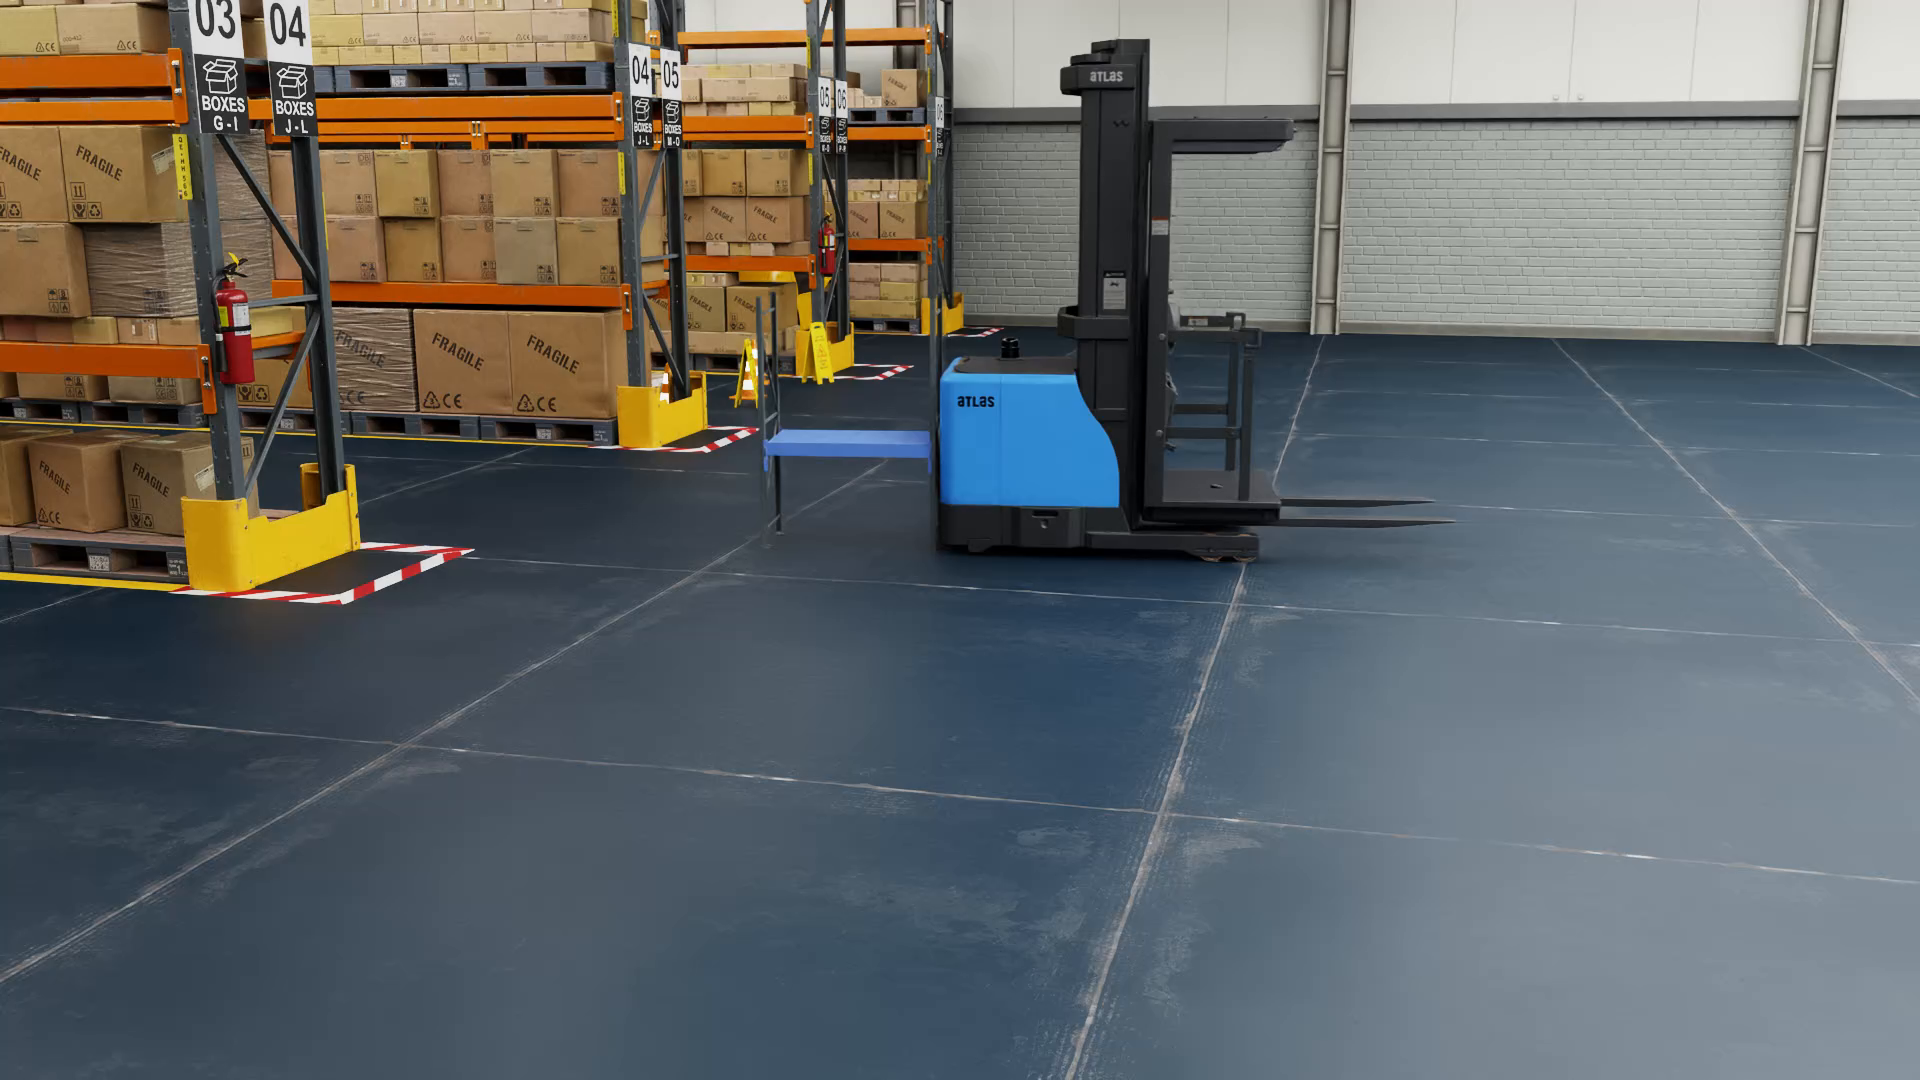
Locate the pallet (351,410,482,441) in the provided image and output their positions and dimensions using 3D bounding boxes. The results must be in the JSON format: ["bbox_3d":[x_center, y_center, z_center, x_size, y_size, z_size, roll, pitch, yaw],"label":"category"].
[{"bbox_3d":[-4.519,-1.072,14.579,1.213,0.211,1.003,3,13,14],"label":"pallet"}]

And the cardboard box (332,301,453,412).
[{"bbox_3d":[-4.956,-1.627,14.576,0.875,0.875,0.875,3,13,14],"label":"cardboard box"}]

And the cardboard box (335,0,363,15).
[{"bbox_3d":[-4.918,-4.381,13.668,0.250,0.149,0.380,3,13,13],"label":"cardboard box"}]

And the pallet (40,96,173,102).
[{"bbox_3d":[-7.328,-3.961,14.676,1.217,0.209,0.805,3,13,11],"label":"pallet"}]

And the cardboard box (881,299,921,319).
[{"bbox_3d":[-0.801,-3.256,23.361,0.500,0.250,0.500,3,13,14],"label":"cardboard box"}]

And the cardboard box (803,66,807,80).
[{"bbox_3d":[-1.751,-5.183,18.485,0.250,0.149,0.380,3,13,13],"label":"cardboard box"}]

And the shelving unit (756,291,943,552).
[{"bbox_3d":[-0.646,-0.721,10.022,1.048,1.500,0.538,1,13,4],"label":"shelving unit"}]

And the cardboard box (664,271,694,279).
[{"bbox_3d":[-3.167,-2.956,18.781,0.250,0.149,0.380,4,13,16],"label":"cardboard box"}]

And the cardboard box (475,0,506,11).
[{"bbox_3d":[-3.694,-4.315,13.372,0.250,0.149,0.380,3,13,14],"label":"cardboard box"}]

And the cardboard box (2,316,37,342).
[{"bbox_3d":[-5.125,-1.209,9.337,0.250,0.149,0.380,3,13,14],"label":"cardboard box"}]

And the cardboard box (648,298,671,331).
[{"bbox_3d":[-3.291,-2.660,18.947,0.500,0.500,0.500,3,13,12],"label":"cardboard box"}]

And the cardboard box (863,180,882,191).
[{"bbox_3d":[-1.175,-4.934,23.132,0.250,0.149,0.380,3,13,15],"label":"cardboard box"}]

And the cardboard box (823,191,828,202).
[{"bbox_3d":[-1.924,-4.821,23.309,0.250,0.149,0.380,3,13,14],"label":"cardboard box"}]

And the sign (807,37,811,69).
[{"bbox_3d":[-1.607,-5.172,17.650,0.005,0.325,0.100,3,13,14],"label":"sign"}]

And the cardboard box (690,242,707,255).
[{"bbox_3d":[-2.858,-3.300,18.763,0.250,0.149,0.380,3,13,14],"label":"cardboard box"}]

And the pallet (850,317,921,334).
[{"bbox_3d":[-1.022,-3.105,23.739,1.213,0.211,1.003,3,13,14],"label":"pallet"}]

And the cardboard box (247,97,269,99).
[{"bbox_3d":[-8.304,-5.268,19.897,0.500,0.500,0.700,3,13,14],"label":"cardboard box"}]

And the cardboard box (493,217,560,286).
[{"bbox_3d":[-3.453,-2.452,14.012,0.550,0.550,0.875,3,13,14],"label":"cardboard box"}]

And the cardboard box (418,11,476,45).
[{"bbox_3d":[-4.058,-4.154,13.565,0.500,0.250,0.500,3,13,13],"label":"cardboard box"}]

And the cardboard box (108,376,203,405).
[{"bbox_3d":[-7.051,-1.672,15.071,0.750,0.750,1.050,3,13,13],"label":"cardboard box"}]

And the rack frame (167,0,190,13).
[{"bbox_3d":[-3.829,-4.236,8.549,0.127,3.000,1.000,3,13,14],"label":"rack frame"}]

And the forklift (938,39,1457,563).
[{"bbox_3d":[1.414,-1.420,9.868,3.031,2.935,1.130,1,13,4],"label":"forklift"}]

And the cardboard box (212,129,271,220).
[{"bbox_3d":[-4.298,-2.075,9.435,0.500,0.500,0.500,3,13,14],"label":"cardboard box"}]

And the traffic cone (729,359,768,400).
[{"bbox_3d":[-2.117,-1.652,16.613,0.334,0.463,0.336,3,13,14],"label":"traffic cone"}]

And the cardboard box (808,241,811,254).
[{"bbox_3d":[-1.735,-3.329,18.895,0.250,0.149,0.380,3,13,14],"label":"cardboard box"}]

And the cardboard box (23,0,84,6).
[{"bbox_3d":[-4.690,-2.871,8.749,0.250,0.149,0.380,2,13,11],"label":"cardboard box"}]

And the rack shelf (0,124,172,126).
[{"bbox_3d":[-11.164,-5.023,20.684,4.000,0.370,1.077,3,13,14],"label":"rack shelf"}]

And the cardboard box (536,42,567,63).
[{"bbox_3d":[-3.191,-3.900,13.339,0.250,0.149,0.380,3,13,14],"label":"cardboard box"}]

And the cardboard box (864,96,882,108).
[{"bbox_3d":[-1.147,-6.010,22.850,0.250,0.149,0.380,3,13,12],"label":"cardboard box"}]

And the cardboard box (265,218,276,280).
[{"bbox_3d":[-6.065,-2.609,14.721,0.550,0.550,0.875,3,13,14],"label":"cardboard box"}]

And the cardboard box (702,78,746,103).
[{"bbox_3d":[-2.501,-4.926,18.247,0.500,0.250,0.500,3,13,13],"label":"cardboard box"}]

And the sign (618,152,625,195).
[{"bbox_3d":[-2.686,-2.912,13.215,0.005,0.325,0.100,3,13,14],"label":"sign"}]

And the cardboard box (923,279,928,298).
[{"bbox_3d":[-0.676,-3.610,23.803,0.500,0.250,0.500,3,13,15],"label":"cardboard box"}]

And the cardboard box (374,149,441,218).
[{"bbox_3d":[-4.507,-3.039,14.169,0.500,0.550,0.875,3,13,14],"label":"cardboard box"}]

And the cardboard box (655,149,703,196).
[{"bbox_3d":[-3.013,-4.086,18.501,0.500,0.500,0.700,3,13,13],"label":"cardboard box"}]

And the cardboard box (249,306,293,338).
[{"bbox_3d":[-4.049,-1.249,9.519,0.250,0.149,0.380,3,13,14],"label":"cardboard box"}]

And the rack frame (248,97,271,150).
[{"bbox_3d":[-6.426,-2.552,14.812,0.127,3.000,1.000,3,13,14],"label":"rack frame"}]

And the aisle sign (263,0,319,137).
[{"bbox_3d":[-3.697,-2.636,9.188,0.004,0.787,0.394,3,13,14],"label":"aisle sign"}]

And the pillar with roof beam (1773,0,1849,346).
[{"bbox_3d":[9.890,-6.061,16.778,0.400,9.000,9.100,3,13,14],"label":"pillar with roof beam"}]

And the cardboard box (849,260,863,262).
[{"bbox_3d":[-1.660,-3.904,23.974,0.500,0.250,0.500,3,13,13],"label":"cardboard box"}]

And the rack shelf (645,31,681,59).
[{"bbox_3d":[-6.095,-7.129,24.173,4.000,0.370,1.077,3,13,14],"label":"rack shelf"}]

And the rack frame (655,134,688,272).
[{"bbox_3d":[-4.153,-4.643,24.233,0.127,3.000,1.000,3,13,14],"label":"rack frame"}]

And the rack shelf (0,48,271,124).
[{"bbox_3d":[-5.771,-2.524,9.420,4.000,0.370,1.077,3,13,14],"label":"rack shelf"}]

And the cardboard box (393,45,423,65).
[{"bbox_3d":[-4.428,-3.966,13.637,0.250,0.149,0.380,3,13,14],"label":"cardboard box"}]

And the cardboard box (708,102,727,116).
[{"bbox_3d":[-2.598,-4.746,18.357,0.250,0.149,0.380,3,13,14],"label":"cardboard box"}]

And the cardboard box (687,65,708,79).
[{"bbox_3d":[-2.817,-5.146,18.319,0.250,0.149,0.380,3,13,14],"label":"cardboard box"}]

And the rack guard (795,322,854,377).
[{"bbox_3d":[-1.529,-2.175,18.881,0.348,0.500,1.175,3,13,14],"label":"rack guard"}]

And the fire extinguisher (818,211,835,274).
[{"bbox_3d":[-1.454,-3.250,18.137,0.183,0.674,0.296,3,13,14],"label":"fire extinguisher"}]

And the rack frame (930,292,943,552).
[{"bbox_3d":[-0.140,-0.713,9.983,0.032,1.500,0.500,1,13,4],"label":"rack frame"}]

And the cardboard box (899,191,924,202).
[{"bbox_3d":[-0.673,-4.759,23.032,0.250,0.149,0.380,3,13,14],"label":"cardboard box"}]
